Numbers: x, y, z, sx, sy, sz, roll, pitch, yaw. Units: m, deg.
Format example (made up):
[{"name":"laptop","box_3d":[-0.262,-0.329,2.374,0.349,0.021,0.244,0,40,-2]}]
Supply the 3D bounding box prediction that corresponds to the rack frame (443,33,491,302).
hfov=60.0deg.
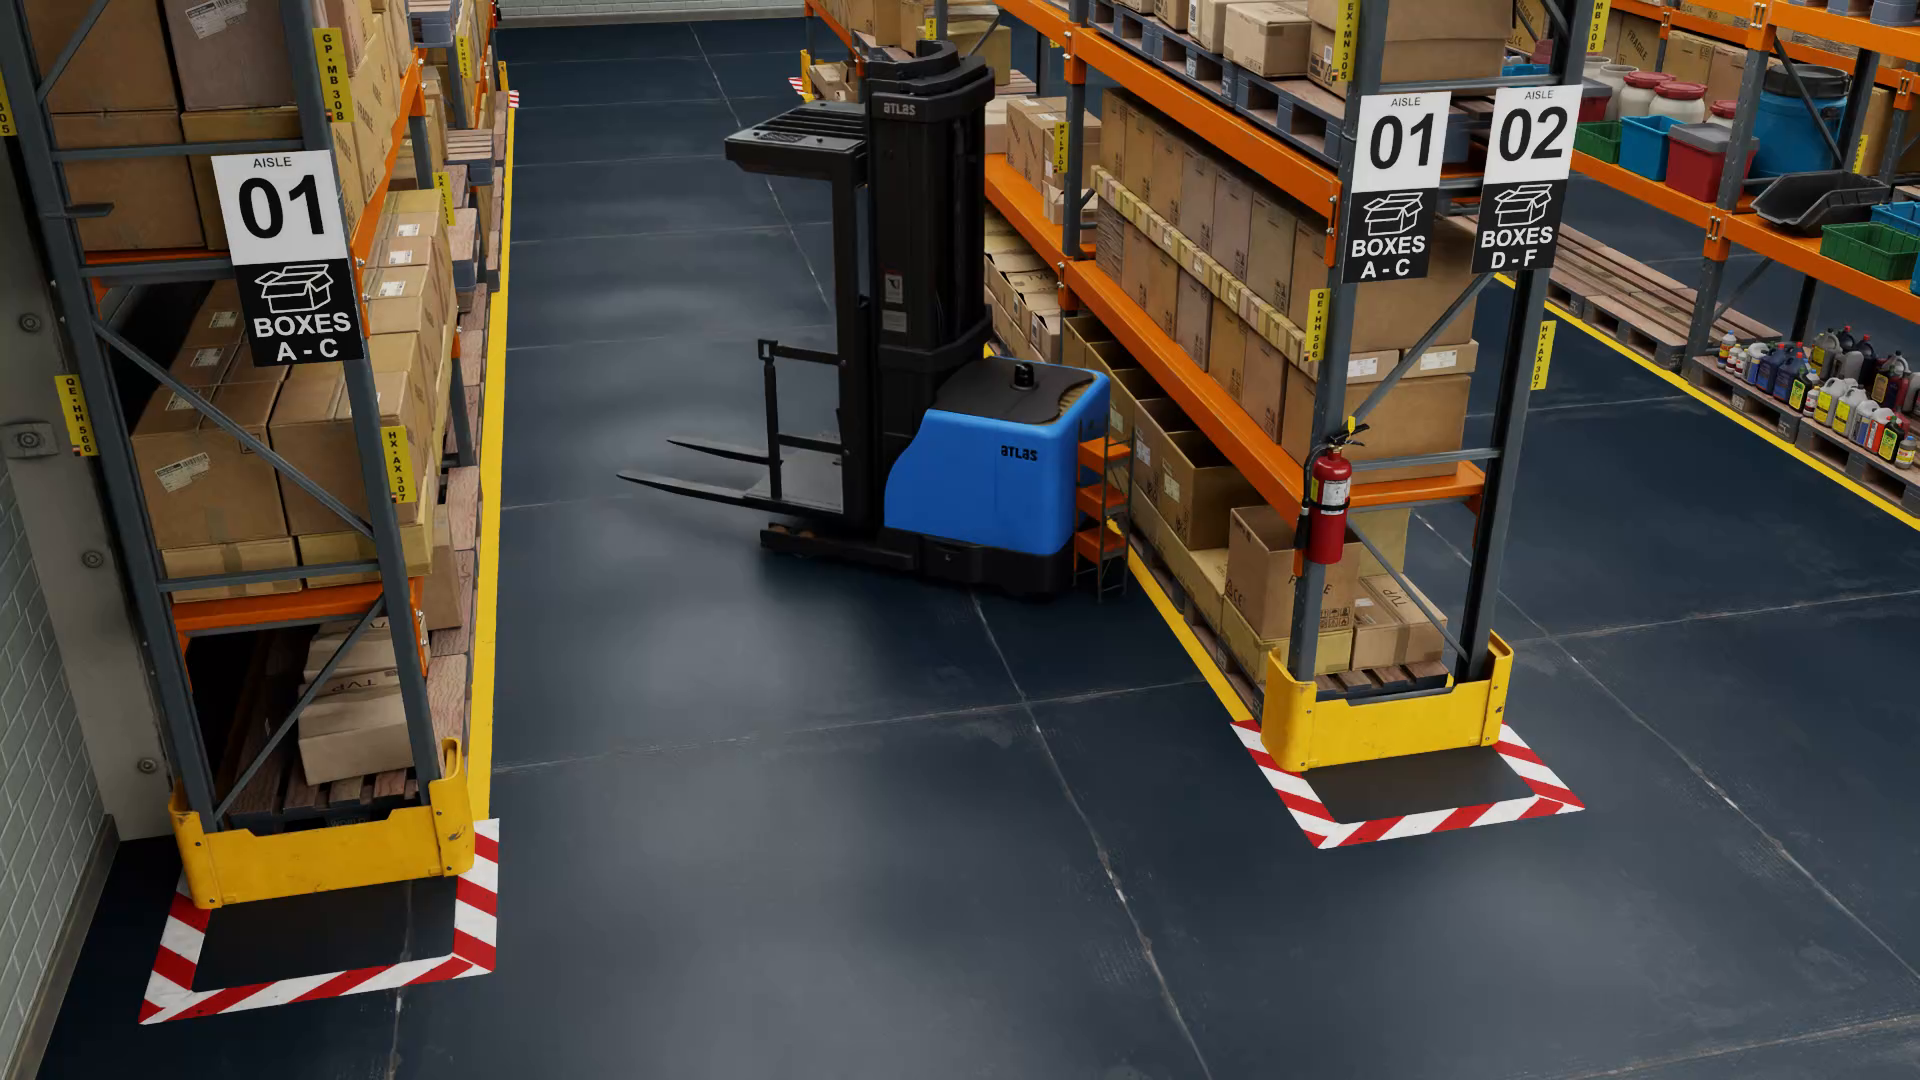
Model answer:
[{"name":"rack frame","box_3d":[-4.544,-3.366,13.589,1.000,3.000,0.127,-6,27,-12]}]

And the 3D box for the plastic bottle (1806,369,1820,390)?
[{"name":"plastic bottle","box_3d":[5.900,-1.054,11.549,0.097,0.271,0.097,0,27,0]}]

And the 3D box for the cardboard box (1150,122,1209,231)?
[{"name":"cardboard box","box_3d":[1.517,-2.102,9.535,0.700,0.500,0.500,-6,27,-12]}]

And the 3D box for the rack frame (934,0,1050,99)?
[{"name":"rack frame","box_3d":[0.282,-3.870,14.589,1.000,3.000,0.127,-6,27,-12]}]

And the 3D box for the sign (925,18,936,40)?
[{"name":"sign","box_3d":[-0.245,-4.292,14.228,0.100,0.325,0.005,-6,27,-12]}]

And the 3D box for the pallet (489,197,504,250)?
[{"name":"pallet","box_3d":[-4.919,-3.009,15.977,1.003,0.211,1.213,-6,27,-12]}]

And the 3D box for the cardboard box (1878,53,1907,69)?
[{"name":"cardboard box","box_3d":[9.581,-5.111,16.935,0.500,0.500,0.500,-5,27,-10]}]

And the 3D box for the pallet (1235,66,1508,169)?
[{"name":"pallet","box_3d":[1.951,-1.971,7.595,1.003,0.211,1.213,-6,27,-12]}]

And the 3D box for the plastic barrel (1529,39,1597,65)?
[{"name":"plastic barrel","box_3d":[5.508,-4.259,15.209,0.600,0.536,0.708,-6,27,-12]}]

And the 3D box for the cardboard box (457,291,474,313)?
[{"name":"cardboard box","box_3d":[-4.331,-2.135,13.437,0.700,0.500,0.500,-6,27,-11]}]

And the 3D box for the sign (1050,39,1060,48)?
[{"name":"sign","box_3d":[0.822,-4.445,14.442,0.100,0.325,0.005,-6,27,-12]}]

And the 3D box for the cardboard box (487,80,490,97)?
[{"name":"cardboard box","box_3d":[-5.413,-4.990,18.396,0.380,0.149,0.250,-5,27,-10]}]

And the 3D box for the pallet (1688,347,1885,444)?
[{"name":"pallet","box_3d":[6.121,-1.072,12.139,1.003,0.211,1.213,-6,27,-12]}]

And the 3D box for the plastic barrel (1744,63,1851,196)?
[{"name":"plastic barrel","box_3d":[6.218,-3.040,12.387,0.600,0.901,0.708,-6,27,-12]}]

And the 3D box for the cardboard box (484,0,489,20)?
[{"name":"cardboard box","box_3d":[-6.047,-6.470,19.407,0.980,0.700,0.700,-6,27,-12]}]

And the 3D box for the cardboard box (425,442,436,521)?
[{"name":"cardboard box","box_3d":[-2.672,-0.268,7.597,0.500,0.250,0.500,-7,28,-13]}]

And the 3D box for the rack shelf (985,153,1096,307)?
[{"name":"rack shelf","box_3d":[0.733,-2.671,13.011,1.077,0.370,4.000,-6,27,-12]}]

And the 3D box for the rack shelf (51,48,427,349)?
[{"name":"rack shelf","box_3d":[-3.191,-1.749,7.857,1.077,0.370,4.000,-6,27,-12]}]

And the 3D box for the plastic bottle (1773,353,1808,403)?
[{"name":"plastic bottle","box_3d":[5.830,-1.150,11.651,0.144,0.351,0.185,-7,28,-14]}]

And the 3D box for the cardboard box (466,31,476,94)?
[{"name":"cardboard box","box_3d":[-4.624,-4.240,14.858,0.500,0.500,0.500,-6,27,-12]}]

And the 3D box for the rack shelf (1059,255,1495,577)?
[{"name":"rack shelf","box_3d":[1.634,-0.915,9.532,1.077,0.370,4.000,-6,27,-12]}]

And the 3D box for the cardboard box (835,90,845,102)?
[{"name":"cardboard box","box_3d":[-1.193,-5.173,19.665,0.500,0.311,0.500,-6,27,-12]}]

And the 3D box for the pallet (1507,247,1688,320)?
[{"name":"pallet","box_3d":[5.517,-2.248,14.470,1.003,0.211,1.213,-6,27,-12]}]

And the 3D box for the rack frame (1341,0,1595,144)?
[{"name":"rack frame","box_3d":[2.085,-3.036,6.279,1.000,3.000,0.127,-6,27,-12]}]

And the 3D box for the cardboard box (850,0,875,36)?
[{"name":"cardboard box","box_3d":[-0.731,-5.628,17.494,0.700,0.500,0.500,-16,31,-29]}]

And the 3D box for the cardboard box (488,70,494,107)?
[{"name":"cardboard box","box_3d":[-5.865,-5.212,19.554,0.700,0.500,0.500,-7,28,-13]}]

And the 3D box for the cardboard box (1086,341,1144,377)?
[{"name":"cardboard box","box_3d":[1.103,-0.955,10.566,0.500,0.500,0.500,-6,27,-12]}]

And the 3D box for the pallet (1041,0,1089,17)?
[{"name":"pallet","box_3d":[0.972,-3.754,11.242,0.805,0.209,1.217,-7,28,-14]}]

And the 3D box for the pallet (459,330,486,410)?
[{"name":"pallet","box_3d":[-4.098,-1.243,12.478,1.003,0.211,1.213,-6,27,-12]}]

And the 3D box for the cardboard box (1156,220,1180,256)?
[{"name":"cardboard box","box_3d":[1.349,-1.745,9.548,0.380,0.149,0.250,-7,28,-13]}]

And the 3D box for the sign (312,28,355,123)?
[{"name":"sign","box_3d":[-2.212,-1.638,5.867,0.100,0.325,0.005,-6,27,-12]}]

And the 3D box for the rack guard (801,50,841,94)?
[{"name":"rack guard","box_3d":[-1.504,-6.233,22.044,1.175,0.500,0.348,-6,27,-12]}]

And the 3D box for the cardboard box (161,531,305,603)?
[{"name":"cardboard box","box_3d":[-3.035,0.019,7.028,0.500,0.250,0.500,-6,27,-11]}]

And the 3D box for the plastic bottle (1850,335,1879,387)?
[{"name":"plastic bottle","box_3d":[6.479,-1.292,11.932,0.144,0.351,0.185,-7,28,-14]}]

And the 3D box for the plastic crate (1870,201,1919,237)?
[{"name":"plastic crate","box_3d":[6.524,-2.091,11.229,0.499,0.251,0.616,-6,27,-12]}]

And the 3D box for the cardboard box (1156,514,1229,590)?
[{"name":"cardboard box","box_3d":[1.437,0.039,9.430,0.500,0.250,0.500,-6,27,-12]}]

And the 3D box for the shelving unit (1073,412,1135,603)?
[{"name":"shelving unit","box_3d":[0.811,-0.177,9.434,0.215,1.050,0.252,-16,31,-29]}]

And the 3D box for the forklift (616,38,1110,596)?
[{"name":"forklift","box_3d":[-0.664,-1.402,9.774,3.031,2.935,1.130,11,29,20]}]

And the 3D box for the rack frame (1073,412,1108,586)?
[{"name":"rack frame","box_3d":[0.746,-0.223,9.526,0.200,1.050,0.008,-16,31,-29]}]

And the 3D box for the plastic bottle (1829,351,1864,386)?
[{"name":"plastic bottle","box_3d":[6.341,-1.232,11.897,0.152,0.276,0.135,-6,27,-12]}]

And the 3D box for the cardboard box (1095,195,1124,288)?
[{"name":"cardboard box","box_3d":[1.289,-1.965,10.703,0.700,0.500,0.500,-7,28,-13]}]

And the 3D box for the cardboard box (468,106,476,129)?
[{"name":"cardboard box","box_3d":[-4.418,-3.667,14.443,0.380,0.149,0.250,-5,27,-10]}]

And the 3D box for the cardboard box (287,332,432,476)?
[{"name":"cardboard box","box_3d":[-2.657,-0.588,7.399,0.500,0.500,0.500,-6,27,-11]}]

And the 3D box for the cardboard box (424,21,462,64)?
[{"name":"cardboard box","box_3d":[-4.401,-4.125,13.798,0.500,0.250,0.500,-5,27,-10]}]

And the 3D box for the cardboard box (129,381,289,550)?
[{"name":"cardboard box","box_3d":[-3.054,-0.316,6.858,0.500,0.500,0.500,-6,27,-12]}]

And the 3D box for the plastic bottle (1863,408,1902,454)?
[{"name":"plastic bottle","box_3d":[6.040,-0.715,10.872,0.152,0.276,0.135,-6,27,-11]}]

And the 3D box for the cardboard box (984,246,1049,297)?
[{"name":"cardboard box","box_3d":[0.469,-2.141,13.127,0.500,0.311,0.500,-6,27,-12]}]

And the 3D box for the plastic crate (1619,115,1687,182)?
[{"name":"plastic crate","box_3d":[5.458,-3.061,13.003,0.392,0.384,0.575,-6,27,-12]}]

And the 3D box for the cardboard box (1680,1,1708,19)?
[{"name":"cardboard box","box_3d":[8.893,-6.448,19.585,0.500,0.500,0.500,-6,27,-11]}]

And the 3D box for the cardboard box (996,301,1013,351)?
[{"name":"cardboard box","box_3d":[0.579,-1.674,12.822,0.500,0.250,0.500,-5,27,-10]}]

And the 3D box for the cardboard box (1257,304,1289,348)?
[{"name":"cardboard box","box_3d":[1.695,-1.068,8.206,0.380,0.149,0.250,-6,27,-12]}]

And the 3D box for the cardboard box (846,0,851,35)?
[{"name":"cardboard box","box_3d":[-0.982,-5.864,18.428,0.500,0.500,0.500,-6,27,-11]}]

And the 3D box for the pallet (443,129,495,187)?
[{"name":"pallet","box_3d":[-4.279,-2.978,13.034,1.213,0.211,1.003,-6,27,-12]}]

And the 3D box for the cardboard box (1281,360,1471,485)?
[{"name":"cardboard box","box_3d":[1.992,-0.609,8.017,0.700,0.500,0.500,-6,27,-12]}]

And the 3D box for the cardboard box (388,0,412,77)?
[{"name":"cardboard box","box_3d":[-3.287,-2.804,9.015,0.500,0.500,0.500,-5,27,-10]}]

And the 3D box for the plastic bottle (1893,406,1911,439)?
[{"name":"plastic bottle","box_3d":[6.144,-0.730,10.893,0.061,0.283,0.133,-6,27,-12]}]

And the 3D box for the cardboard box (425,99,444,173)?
[{"name":"cardboard box","box_3d":[-4.126,-2.857,11.981,0.700,0.500,0.500,-6,27,-12]}]

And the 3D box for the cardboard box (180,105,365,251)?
[{"name":"cardboard box","box_3d":[-2.573,-1.418,6.269,0.500,0.500,0.500,-5,27,-10]}]

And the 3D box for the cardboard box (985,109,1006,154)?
[{"name":"cardboard box","box_3d":[0.295,-3.418,13.792,0.500,0.311,0.500,-6,27,-12]}]

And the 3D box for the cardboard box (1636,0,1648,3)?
[{"name":"cardboard box","box_3d":[8.586,-6.732,20.538,0.380,0.149,0.250,-5,27,-11]}]
